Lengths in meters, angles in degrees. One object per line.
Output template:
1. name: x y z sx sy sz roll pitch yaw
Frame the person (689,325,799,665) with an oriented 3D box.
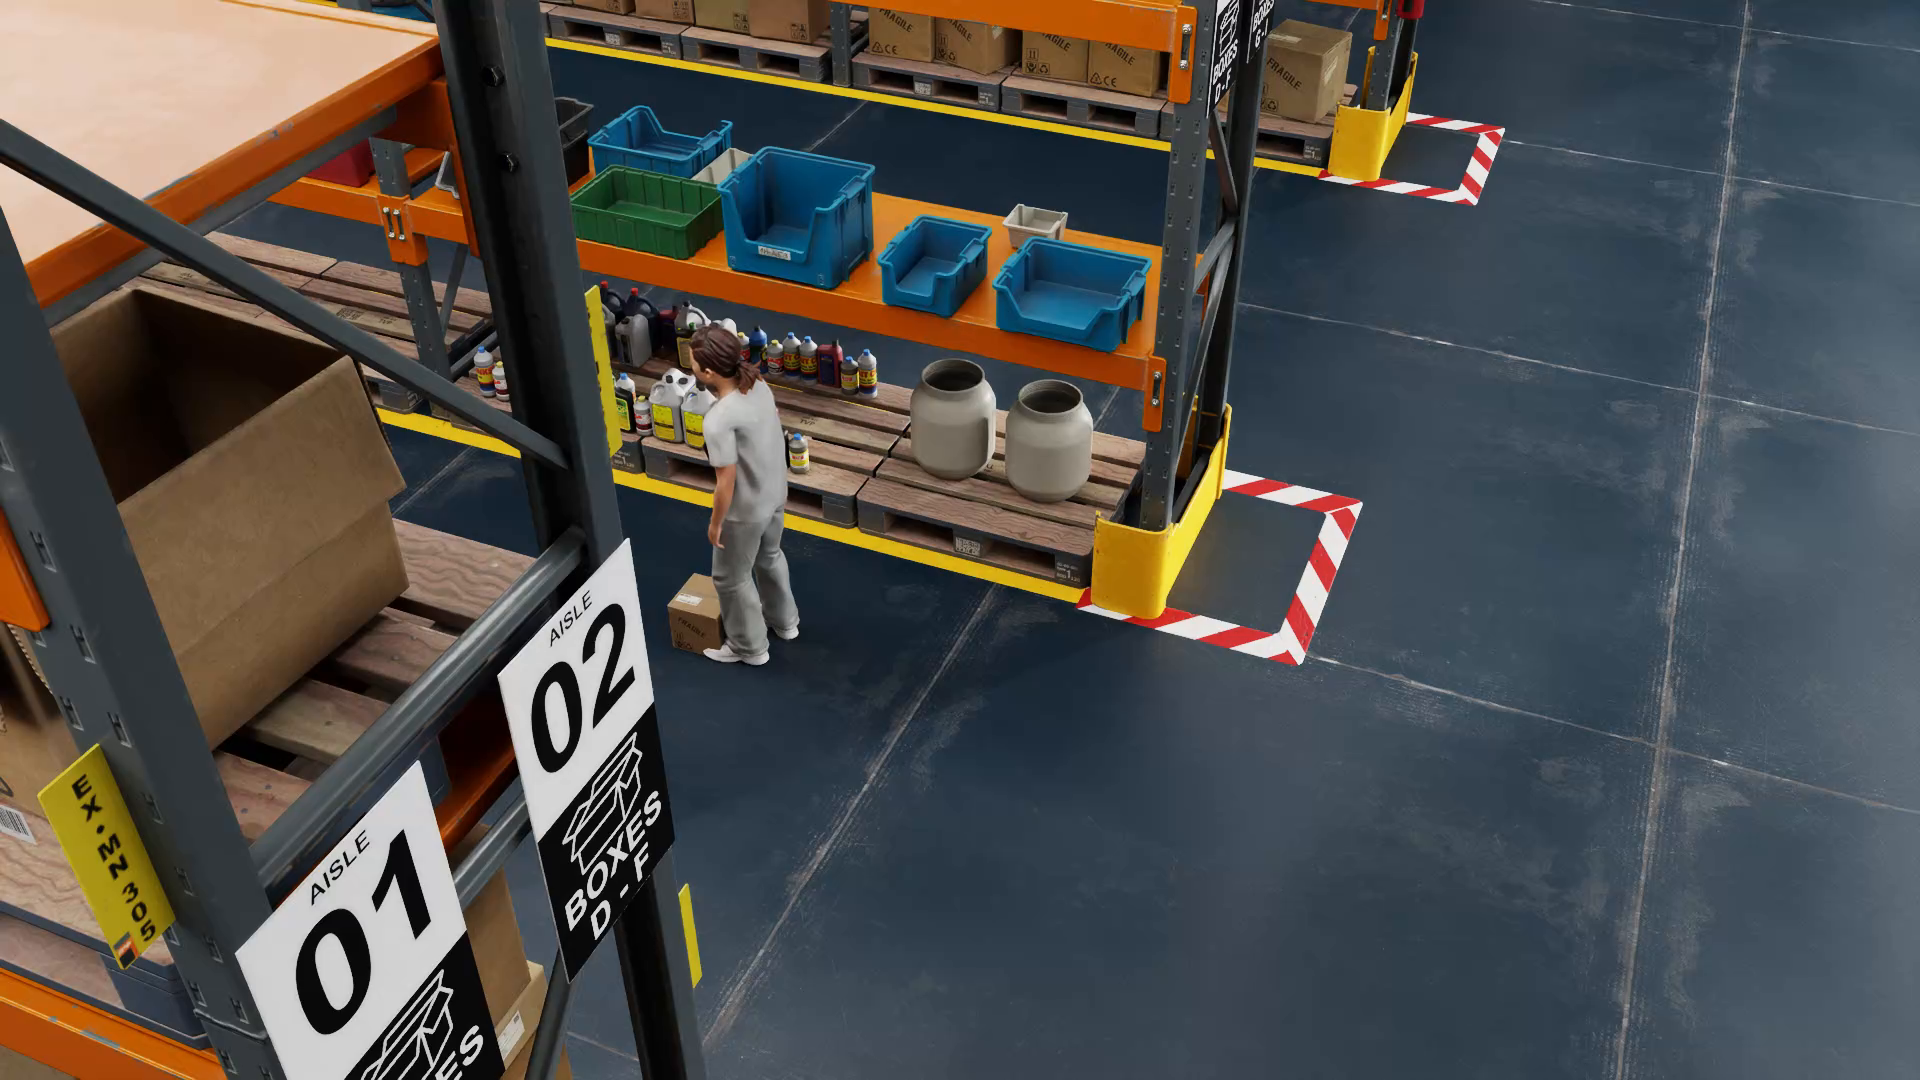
1. person: -0.934 -0.171 7.042 0.404 1.673 0.492 14 40 17
